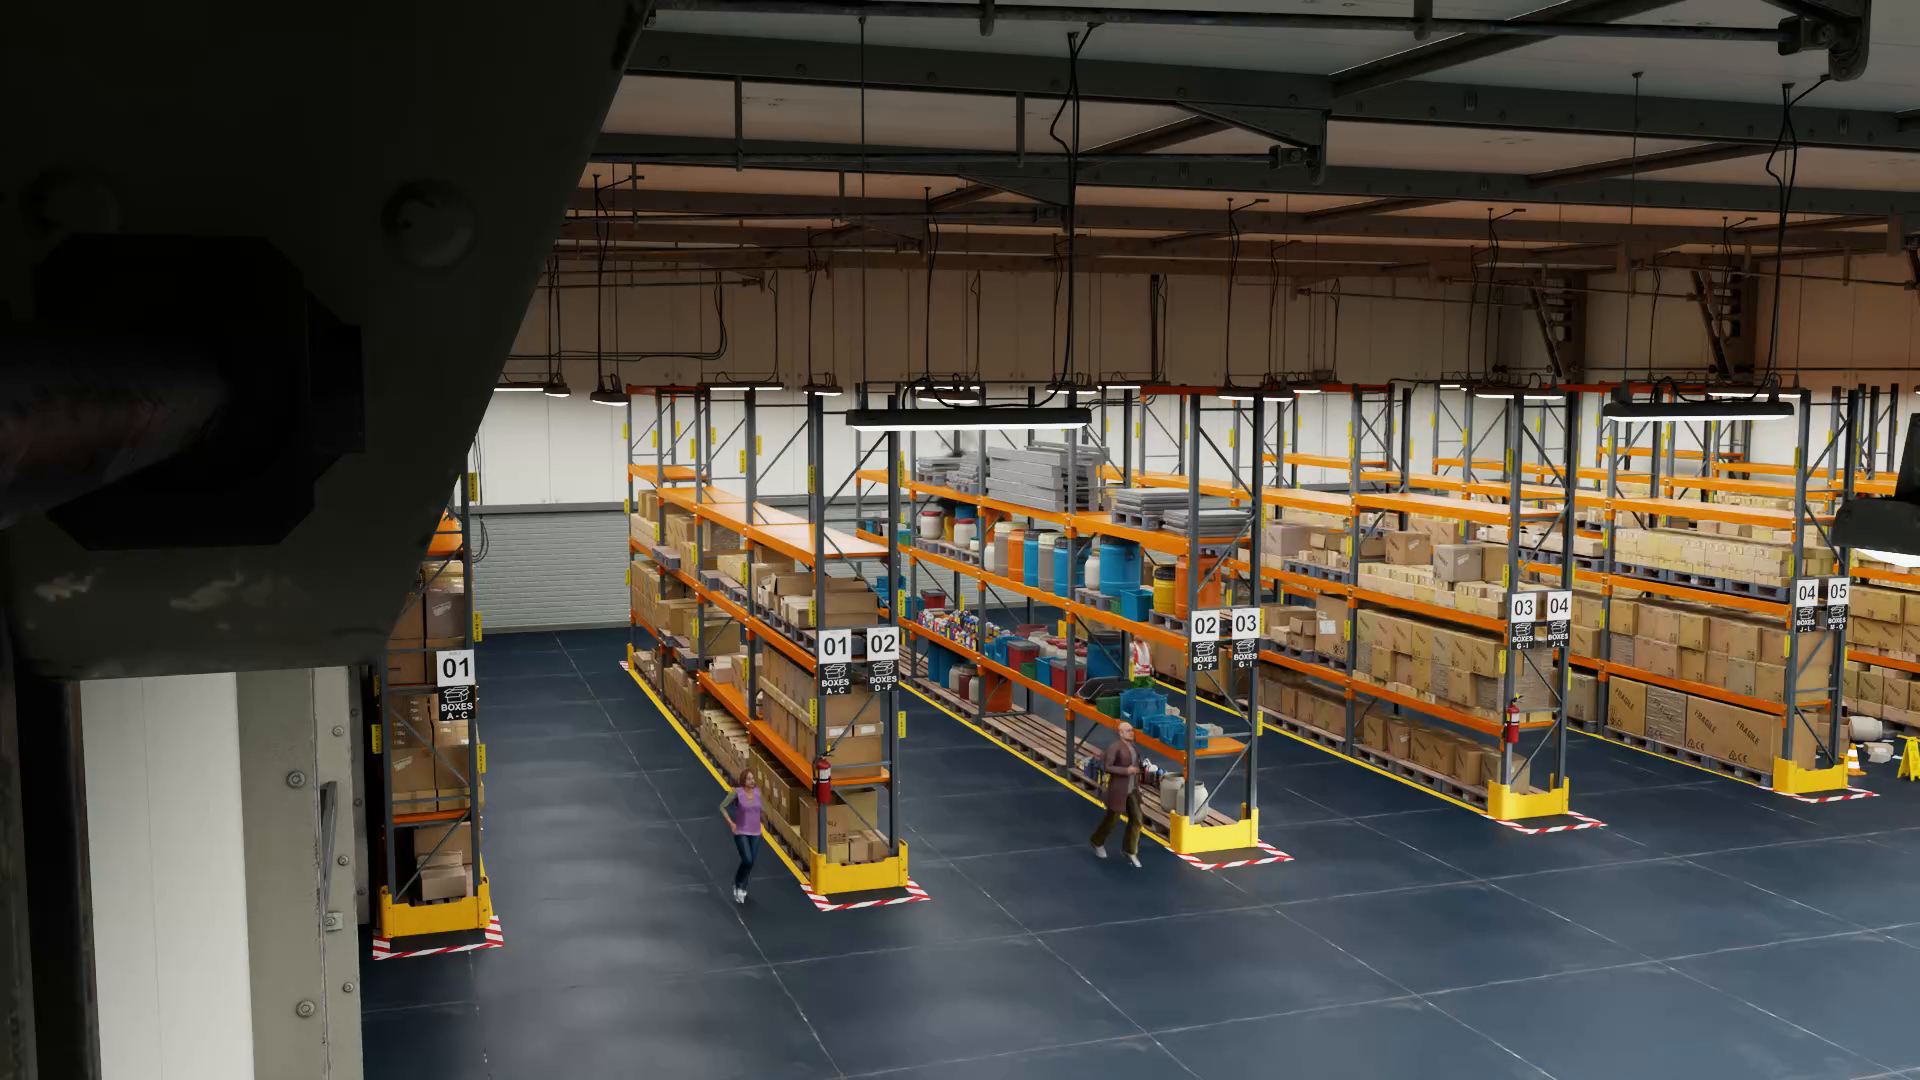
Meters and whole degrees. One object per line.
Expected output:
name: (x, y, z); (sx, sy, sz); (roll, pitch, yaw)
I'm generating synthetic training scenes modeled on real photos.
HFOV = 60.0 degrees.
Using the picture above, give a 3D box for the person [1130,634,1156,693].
person: (3.228, 2.411, 29.452); (0.643, 1.741, 0.581); (-3, 7, -26)

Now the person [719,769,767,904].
person: (-2.529, 3.511, 19.758); (0.534, 1.592, 0.636); (-4, 7, -35)

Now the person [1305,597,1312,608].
person: (8.987, 1.154, 41.777); (0.783, 1.833, 0.664); (-2, 6, -18)

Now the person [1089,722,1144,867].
person: (2.044, 3.354, 21.407); (0.806, 1.656, 0.720); (6, 8, 44)
